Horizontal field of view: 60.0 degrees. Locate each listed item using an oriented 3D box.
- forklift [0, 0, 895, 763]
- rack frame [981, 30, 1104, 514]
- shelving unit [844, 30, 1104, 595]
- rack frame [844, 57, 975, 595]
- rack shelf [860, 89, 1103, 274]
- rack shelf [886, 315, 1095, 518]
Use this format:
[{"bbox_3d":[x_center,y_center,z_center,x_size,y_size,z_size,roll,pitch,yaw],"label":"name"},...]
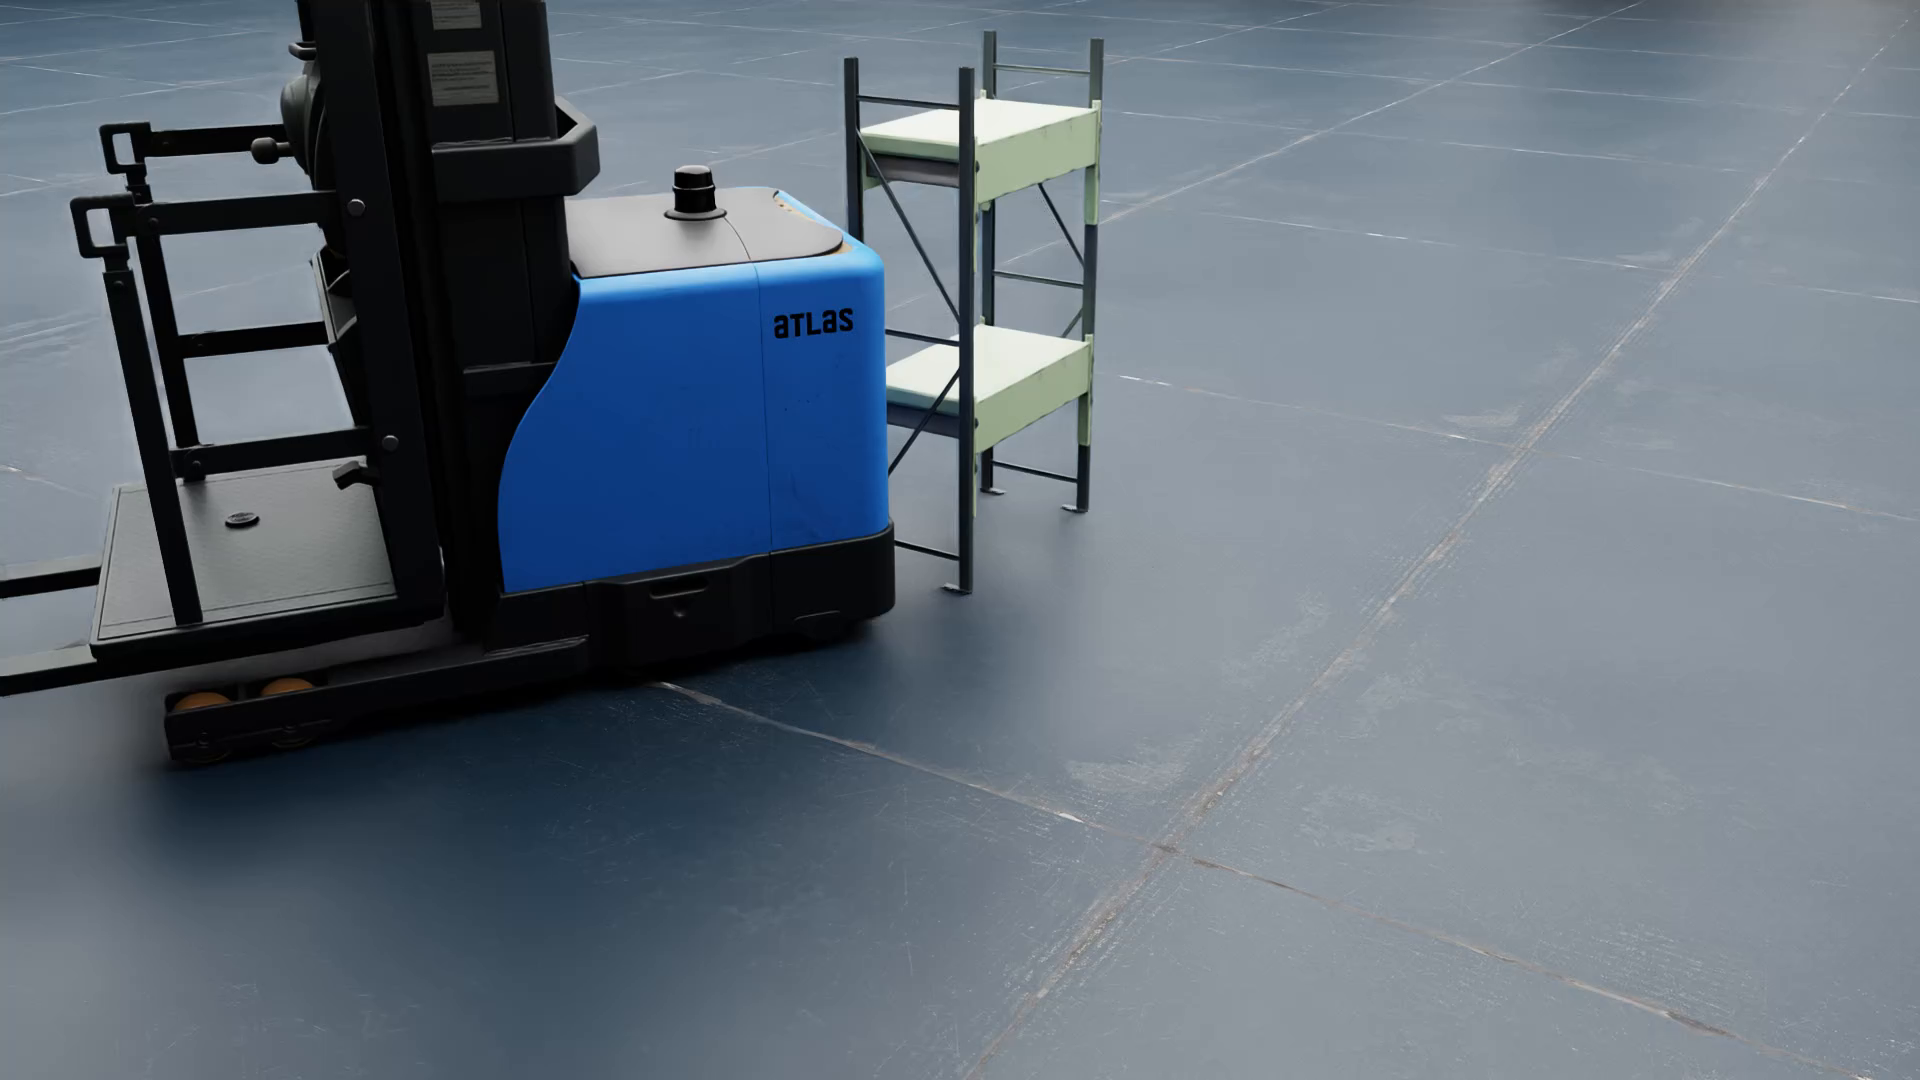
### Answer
[{"bbox_3d":[-1.750,-1.045,3.975,3.031,2.935,1.130,-9,25,-20],"label":"forklift"},{"bbox_3d":[0.247,-0.819,5.255,0.400,1.500,0.023,14,27,29],"label":"rack frame"},{"bbox_3d":[0.055,-0.696,4.969,0.431,1.500,0.755,14,27,29],"label":"shelving unit"},{"bbox_3d":[-0.138,-0.572,4.683,0.400,1.500,0.023,14,27,29],"label":"rack frame"},{"bbox_3d":[0.055,-1.054,4.814,0.431,0.370,0.720,14,27,29],"label":"rack shelf"},{"bbox_3d":[0.055,-0.397,5.099,0.431,0.370,0.720,14,27,29],"label":"rack shelf"}]
